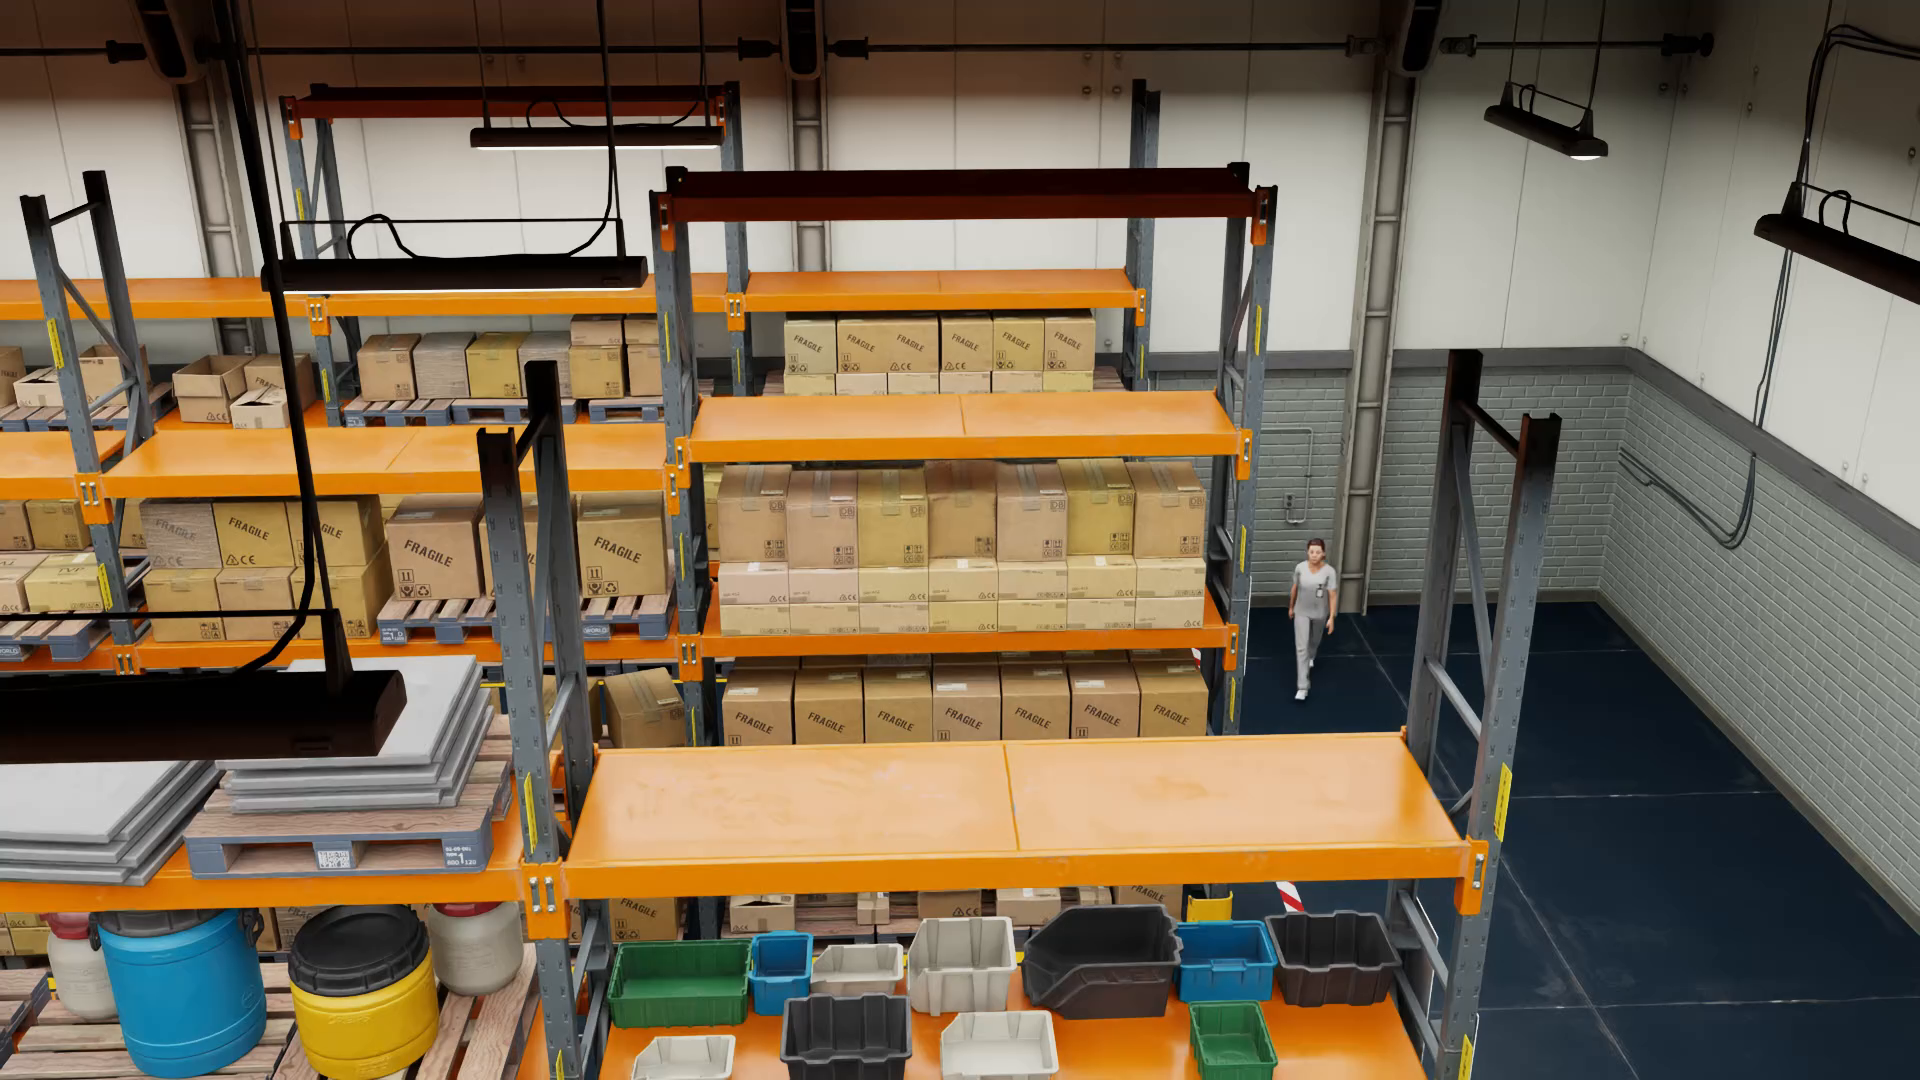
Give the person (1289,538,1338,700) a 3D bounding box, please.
[{"bbox_3d":[3.627,0.755,17.113,0.450,1.619,1.051,3,22,6],"label":"person"}]
